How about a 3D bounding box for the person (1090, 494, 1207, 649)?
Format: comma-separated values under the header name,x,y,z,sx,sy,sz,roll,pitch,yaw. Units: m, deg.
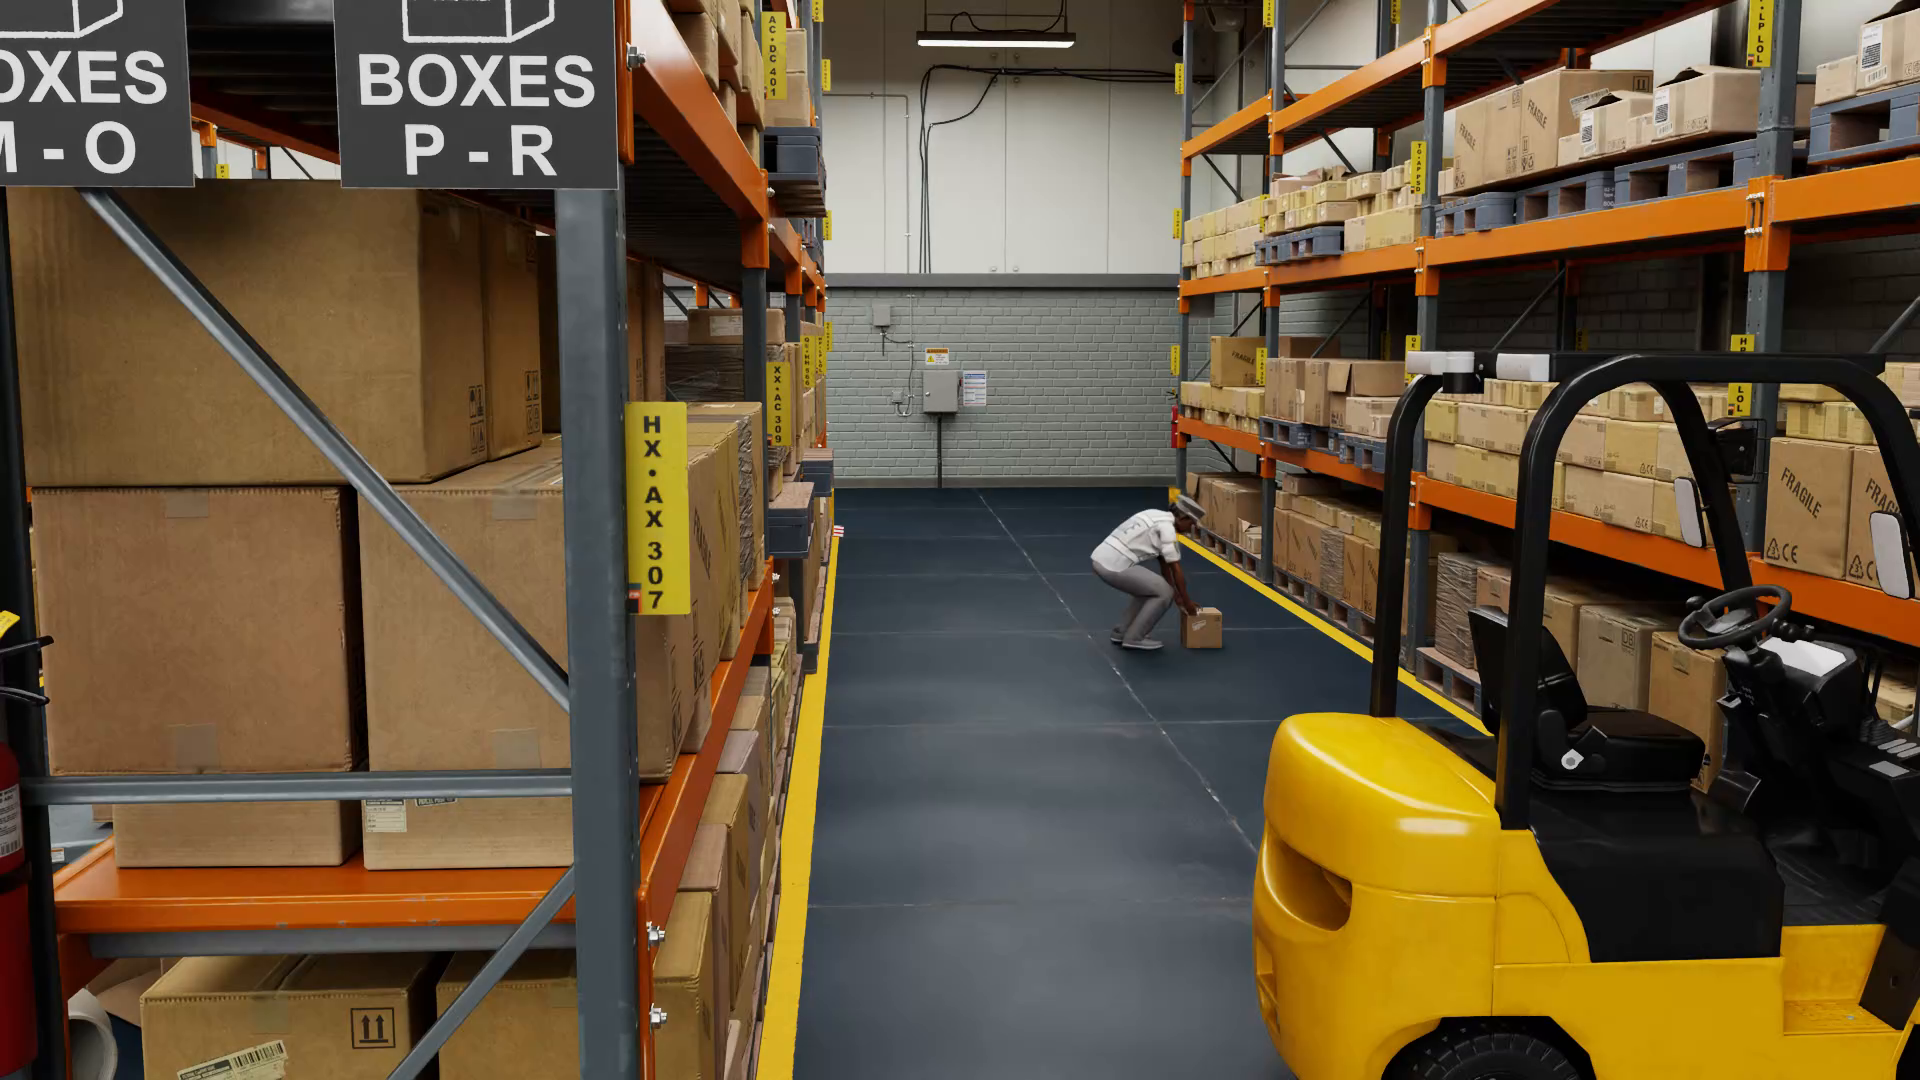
name,x,y,z,sx,sy,sz,roll,pitch,yaw
person,1.347,0.224,11.872,0.835,1.073,0.489,0,7,-4
